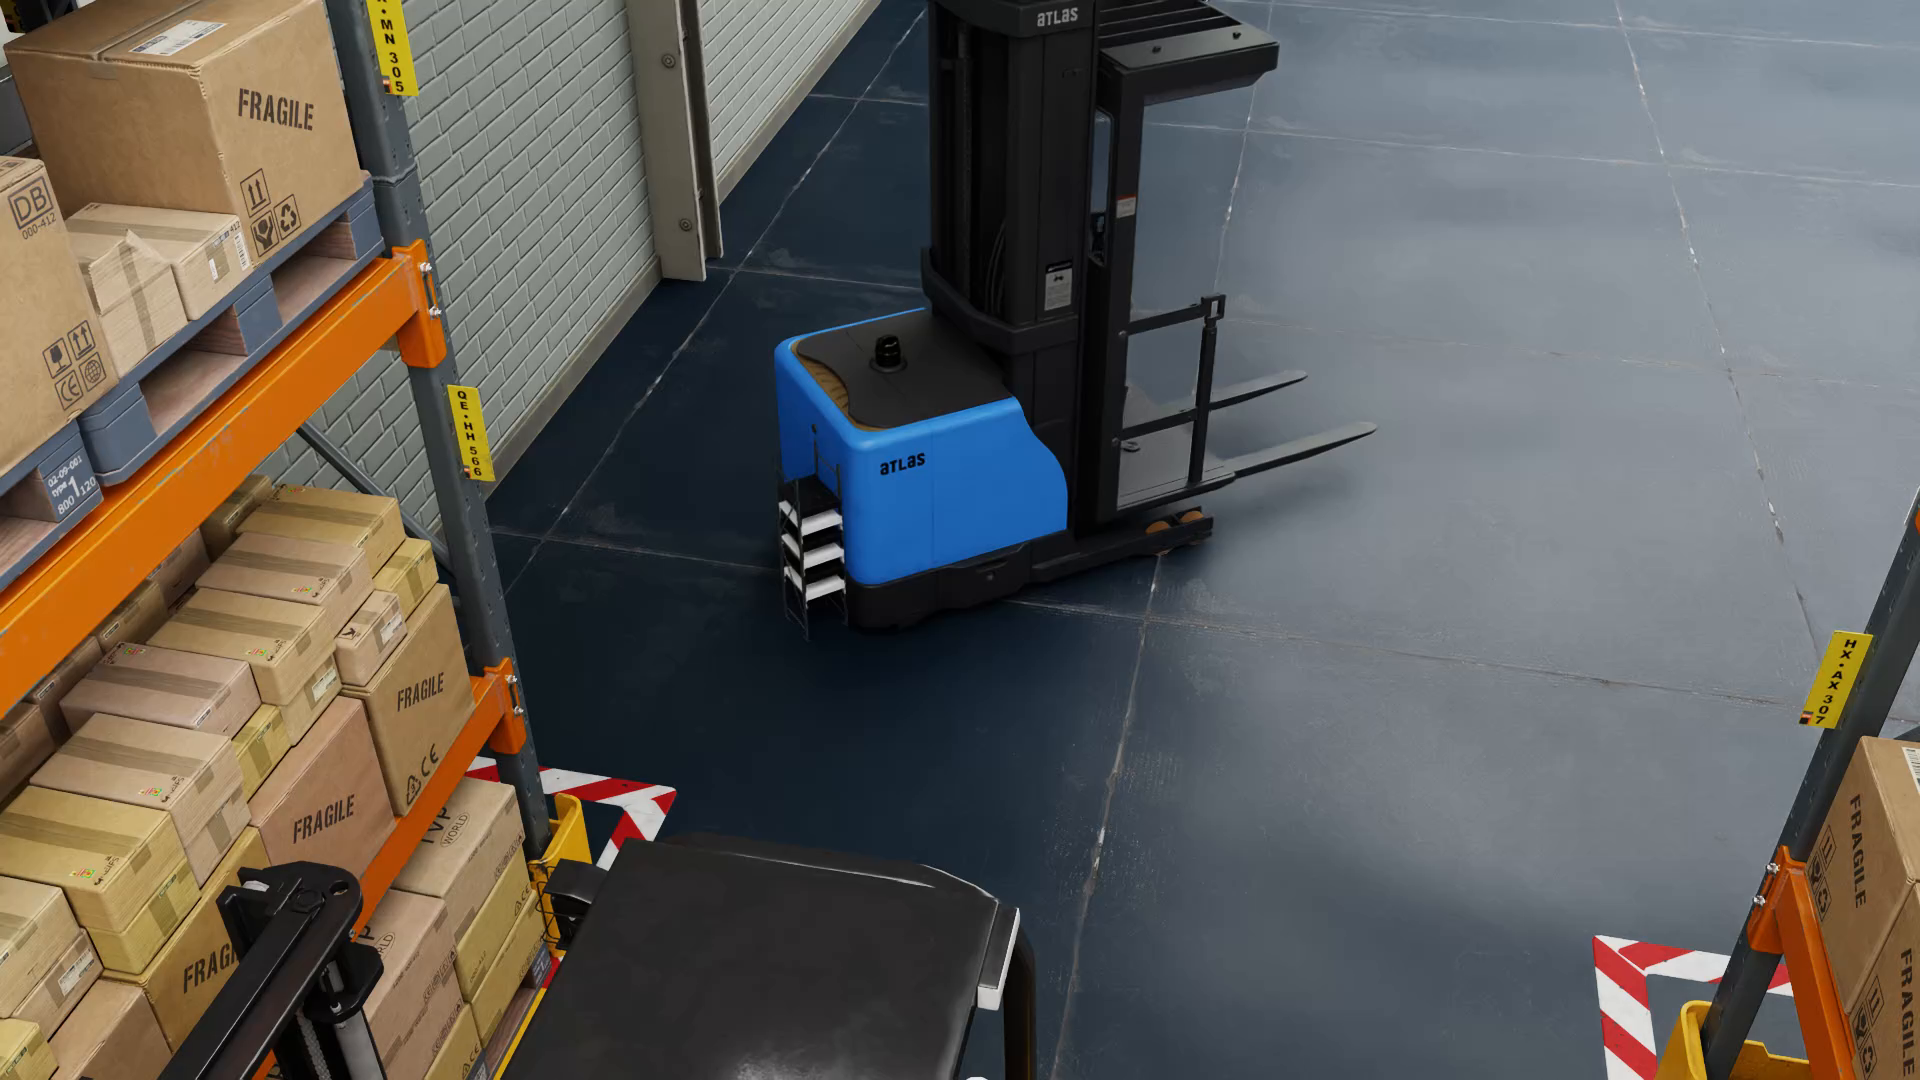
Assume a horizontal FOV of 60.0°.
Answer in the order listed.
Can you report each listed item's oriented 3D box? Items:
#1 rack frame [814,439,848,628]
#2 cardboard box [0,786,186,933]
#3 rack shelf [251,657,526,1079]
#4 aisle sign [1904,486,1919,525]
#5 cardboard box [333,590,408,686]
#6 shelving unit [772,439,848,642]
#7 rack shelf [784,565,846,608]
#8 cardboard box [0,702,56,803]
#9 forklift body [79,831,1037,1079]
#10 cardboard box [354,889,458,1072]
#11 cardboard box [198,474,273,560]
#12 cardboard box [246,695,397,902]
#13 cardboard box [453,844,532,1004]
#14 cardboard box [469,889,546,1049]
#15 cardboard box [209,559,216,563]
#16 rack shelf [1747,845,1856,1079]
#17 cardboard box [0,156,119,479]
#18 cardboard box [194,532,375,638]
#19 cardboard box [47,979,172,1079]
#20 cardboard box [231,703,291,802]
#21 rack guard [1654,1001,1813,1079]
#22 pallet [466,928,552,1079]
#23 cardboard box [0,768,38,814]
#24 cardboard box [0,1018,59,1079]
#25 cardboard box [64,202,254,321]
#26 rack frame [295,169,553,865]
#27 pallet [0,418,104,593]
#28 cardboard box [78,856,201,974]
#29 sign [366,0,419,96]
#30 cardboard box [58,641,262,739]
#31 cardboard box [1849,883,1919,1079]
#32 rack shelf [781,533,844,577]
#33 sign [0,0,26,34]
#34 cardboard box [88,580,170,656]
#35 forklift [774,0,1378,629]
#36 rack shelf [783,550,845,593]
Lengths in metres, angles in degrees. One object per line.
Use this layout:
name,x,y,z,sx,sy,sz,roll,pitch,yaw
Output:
rack frame,-0.581,-0.018,7.508,0.006,0.900,0.240,-19,40,-25
cardboard box,-2.027,0.726,3.800,0.380,0.149,0.250,8,37,11
rack shelf,-2.409,1.612,4.083,1.077,0.370,4.000,7,37,10
aisle sign,2.579,-0.333,3.938,0.394,0.787,0.004,7,37,10
cardboard box,-1.807,0.255,4.704,0.380,0.149,0.250,8,37,11
shelving unit,-0.668,0.013,7.465,0.210,0.900,0.258,-19,40,-25
rack shelf,-0.668,0.186,7.590,0.200,0.077,0.258,-19,40,-25
cardboard box,-2.492,0.509,4.100,0.380,0.149,0.250,8,37,11
forklift body,-0.604,1.833,3.888,2.313,2.155,1.214,7,37,10
cardboard box,-1.878,1.309,5.021,0.500,0.250,0.500,8,37,11
cardboard box,-2.262,-0.084,4.918,0.380,0.149,0.250,7,36,9
cardboard box,-1.950,0.745,4.581,0.500,0.500,0.500,8,37,11
cardboard box,-1.780,1.233,5.552,0.500,0.250,0.500,7,36,9
cardboard box,-1.773,1.426,5.711,0.500,0.250,0.500,8,37,10
cardboard box,-2.307,0.033,5.011,0.380,0.149,0.250,6,36,9
rack shelf,2.441,2.232,3.228,1.077,0.370,4.000,7,37,10
cardboard box,-2.154,-0.433,3.207,0.700,0.500,0.500,8,37,10
cardboard box,-1.874,0.127,4.627,0.380,0.149,0.250,7,37,10
cardboard box,-2.156,1.328,3.776,0.500,0.500,0.500,8,37,10
cardboard box,-1.987,0.537,4.316,0.380,0.149,0.250,7,37,10
rack guard,2.852,1.850,5.272,1.175,0.500,0.348,7,37,10
pallet,-2.104,1.747,5.660,1.003,0.211,1.213,7,37,10
cardboard box,-2.597,0.607,4.219,0.380,0.149,0.250,8,37,10
cardboard box,-2.161,1.130,3.497,0.380,0.149,0.250,7,36,9
cardboard box,-1.862,-0.636,3.787,0.380,0.149,0.250,6,36,9
rack frame,-1.981,0.174,5.454,1.000,3.000,0.127,7,37,10
pallet,-2.416,0.099,3.077,1.003,0.211,1.213,7,37,10
cardboard box,-2.032,0.843,3.893,0.380,0.149,0.250,8,37,10
sign,-1.454,-1.291,4.232,0.100,0.325,0.005,7,37,10
cardboard box,-2.030,0.414,4.231,0.380,0.149,0.250,8,37,10
cardboard box,2.389,1.167,3.745,0.500,0.500,0.500,8,37,11
rack shelf,-0.668,0.040,7.485,0.200,0.077,0.258,-19,40,-25
sign,-2.522,-1.500,4.395,0.100,0.325,0.005,7,37,10
cardboard box,-2.393,0.215,4.506,0.380,0.149,0.250,8,37,11
forklift,0.679,-1.372,7.646,3.031,2.935,1.130,-16,39,-21
rack shelf,-0.668,0.113,7.538,0.200,0.077,0.258,-19,40,-25
